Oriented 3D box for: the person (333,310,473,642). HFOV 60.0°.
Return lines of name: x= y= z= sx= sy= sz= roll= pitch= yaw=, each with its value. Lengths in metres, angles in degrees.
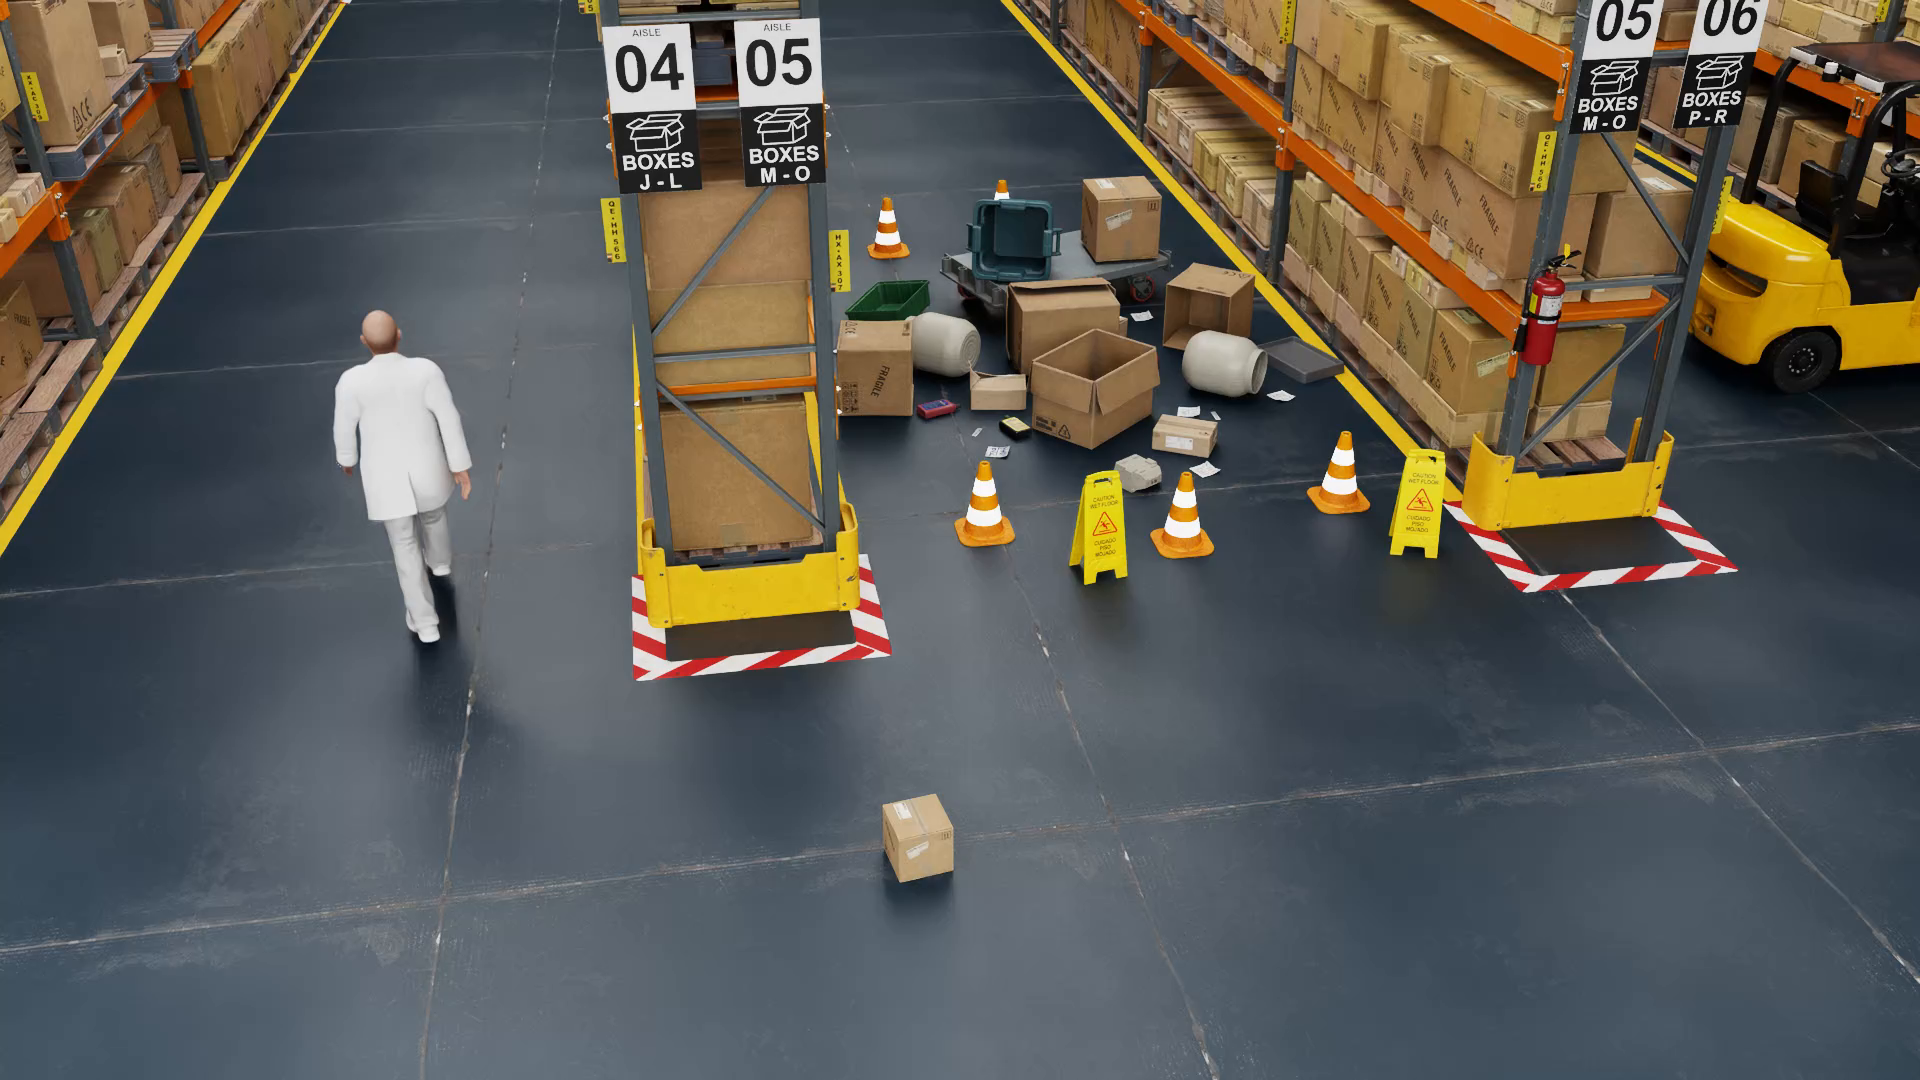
person: x=-2.963 y=-0.419 z=8.849 sx=0.638 sy=1.743 sz=1.048 roll=-14 pitch=33 yaw=-22
